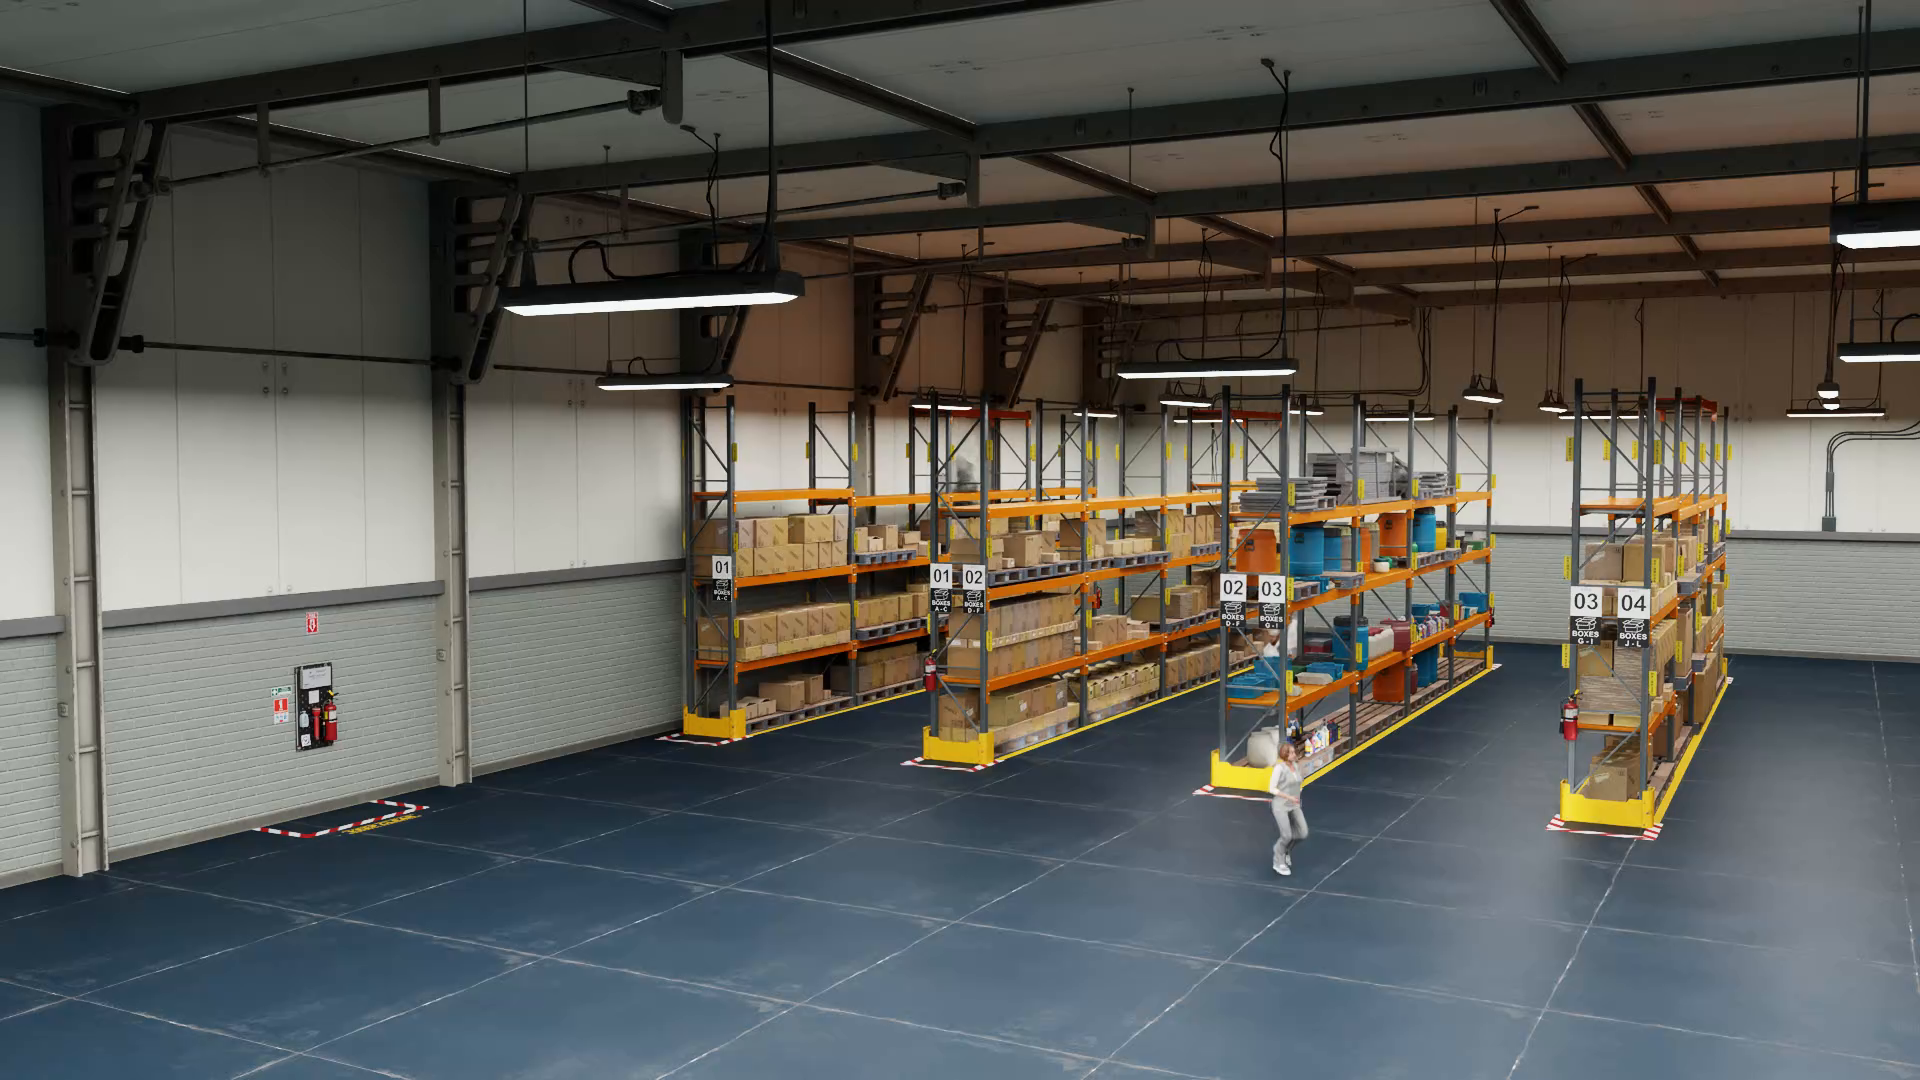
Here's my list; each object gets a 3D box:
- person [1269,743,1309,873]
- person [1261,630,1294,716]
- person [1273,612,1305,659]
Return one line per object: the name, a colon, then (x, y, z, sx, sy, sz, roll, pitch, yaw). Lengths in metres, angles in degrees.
person: (3.891, 3.181, 19.650, 0.538, 1.564, 0.523, -2, 4, -34)
person: (6.020, 2.533, 31.666, 0.620, 1.630, 0.620, 2, 4, 32)
person: (6.923, 2.275, 35.222, 0.657, 1.753, 0.639, 1, 3, 22)
